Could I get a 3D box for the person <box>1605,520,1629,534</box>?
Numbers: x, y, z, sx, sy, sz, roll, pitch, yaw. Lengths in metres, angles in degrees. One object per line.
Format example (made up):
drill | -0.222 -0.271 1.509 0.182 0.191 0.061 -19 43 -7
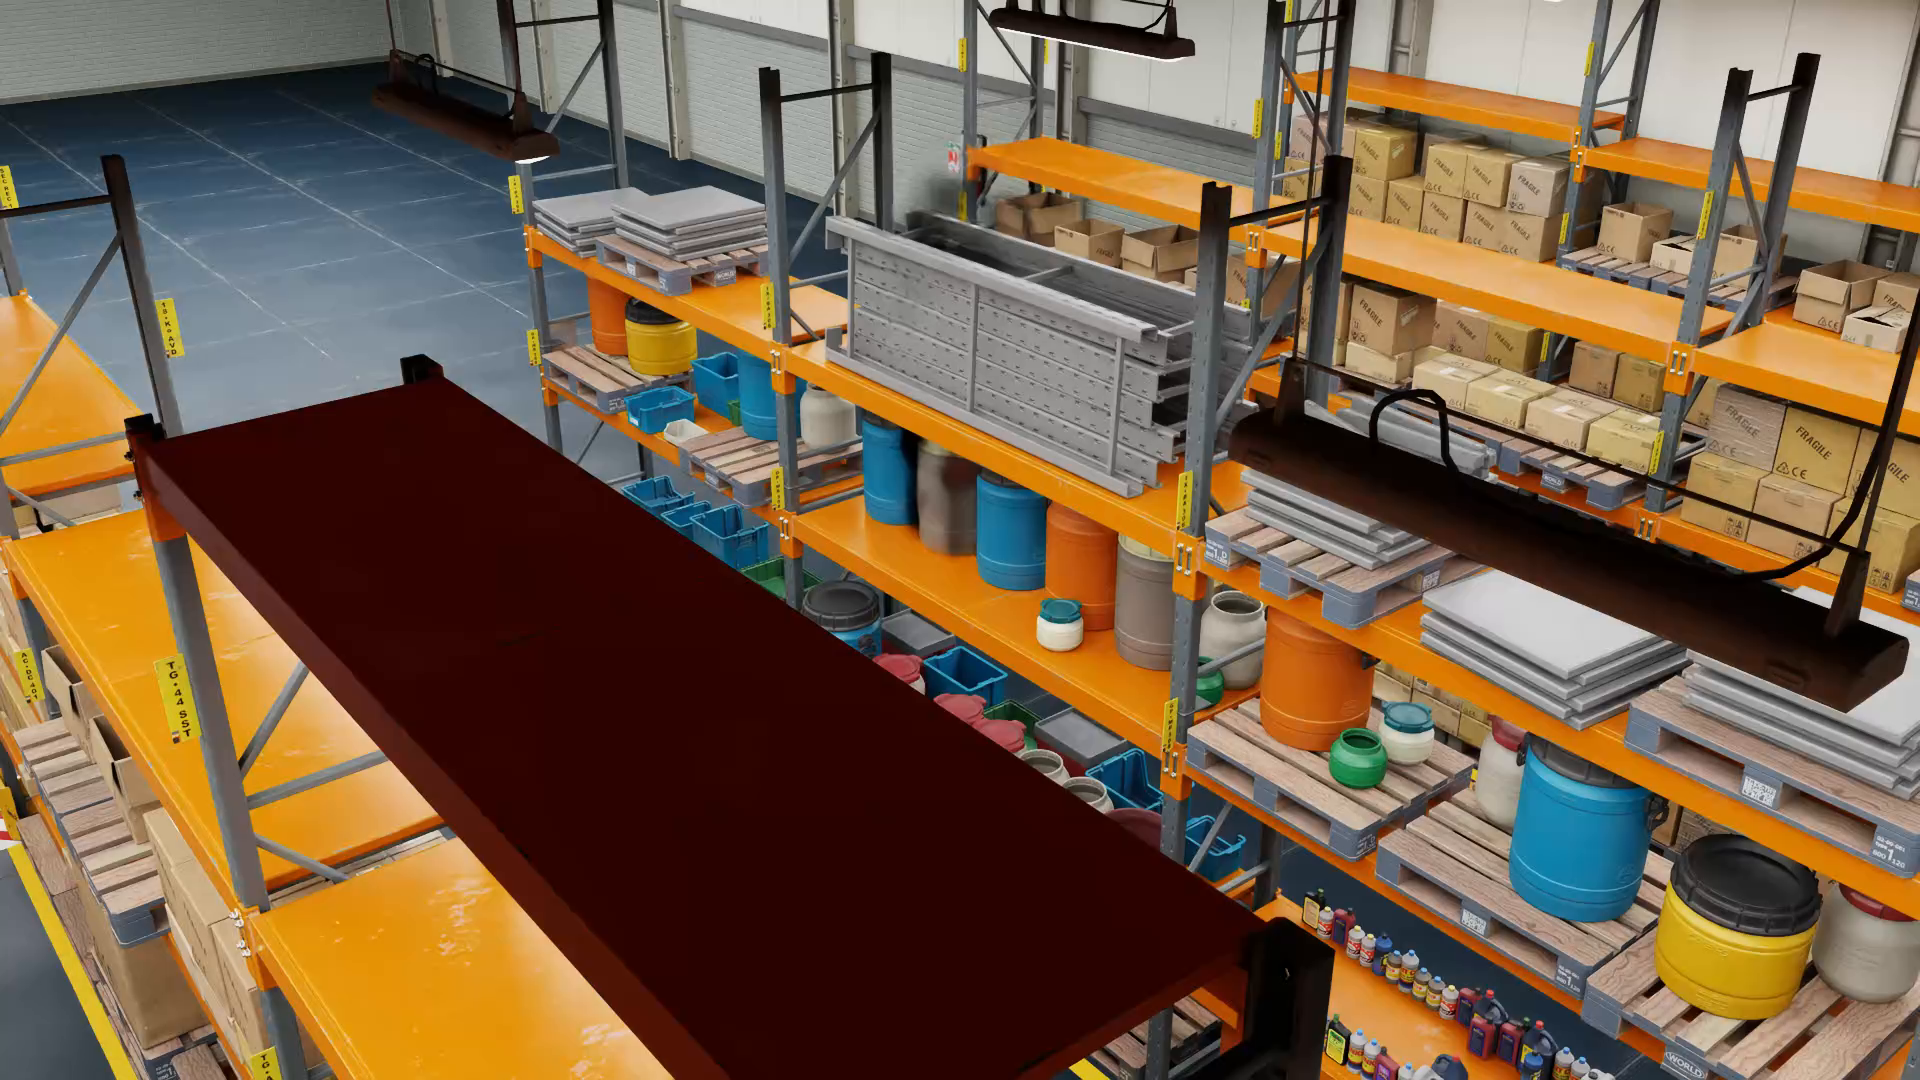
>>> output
person | 5.870 0.520 15.309 0.556 1.626 0.520 -18 31 -33
